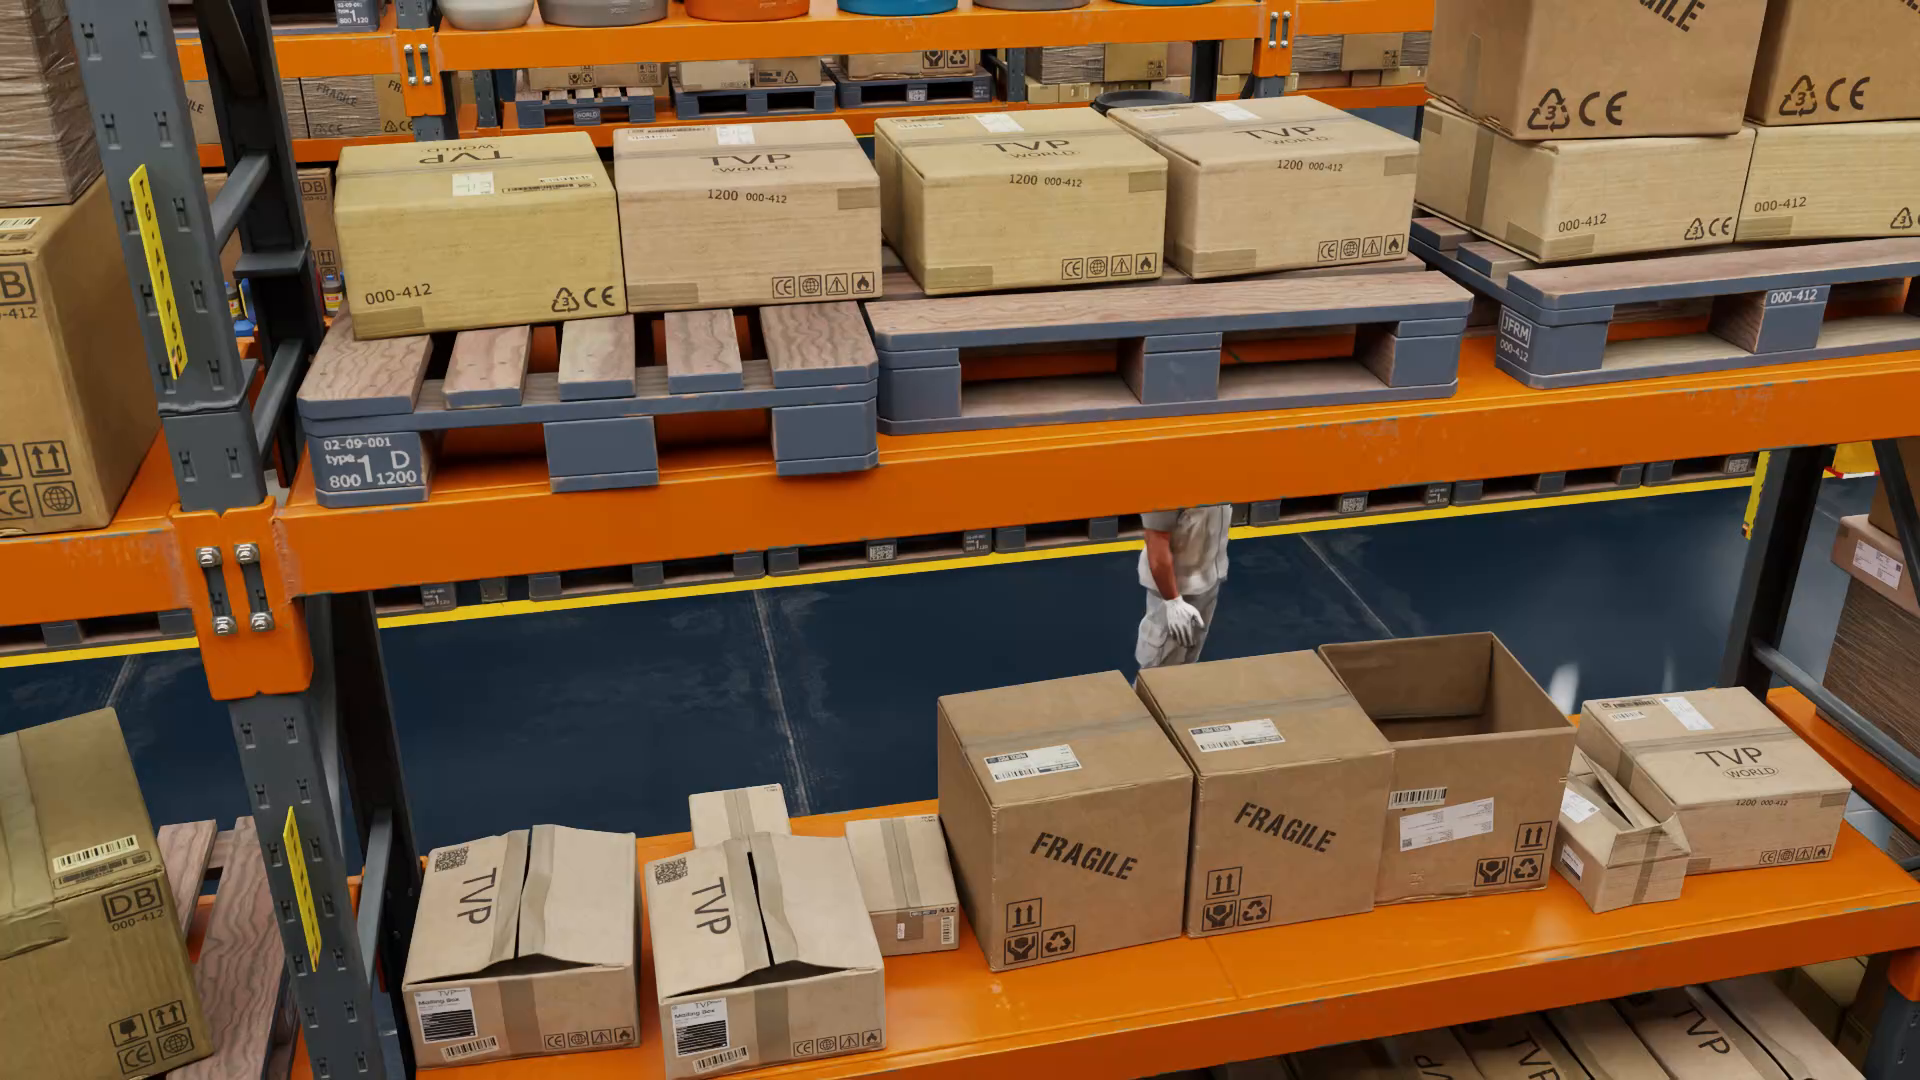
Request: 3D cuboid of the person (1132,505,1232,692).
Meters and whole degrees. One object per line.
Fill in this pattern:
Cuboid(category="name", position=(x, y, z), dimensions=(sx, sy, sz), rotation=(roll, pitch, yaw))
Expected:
Cuboid(category="person", position=(0.858, 0.199, 6.650), dimensions=(0.423, 1.788, 0.665), rotation=(16, 31, 29))
